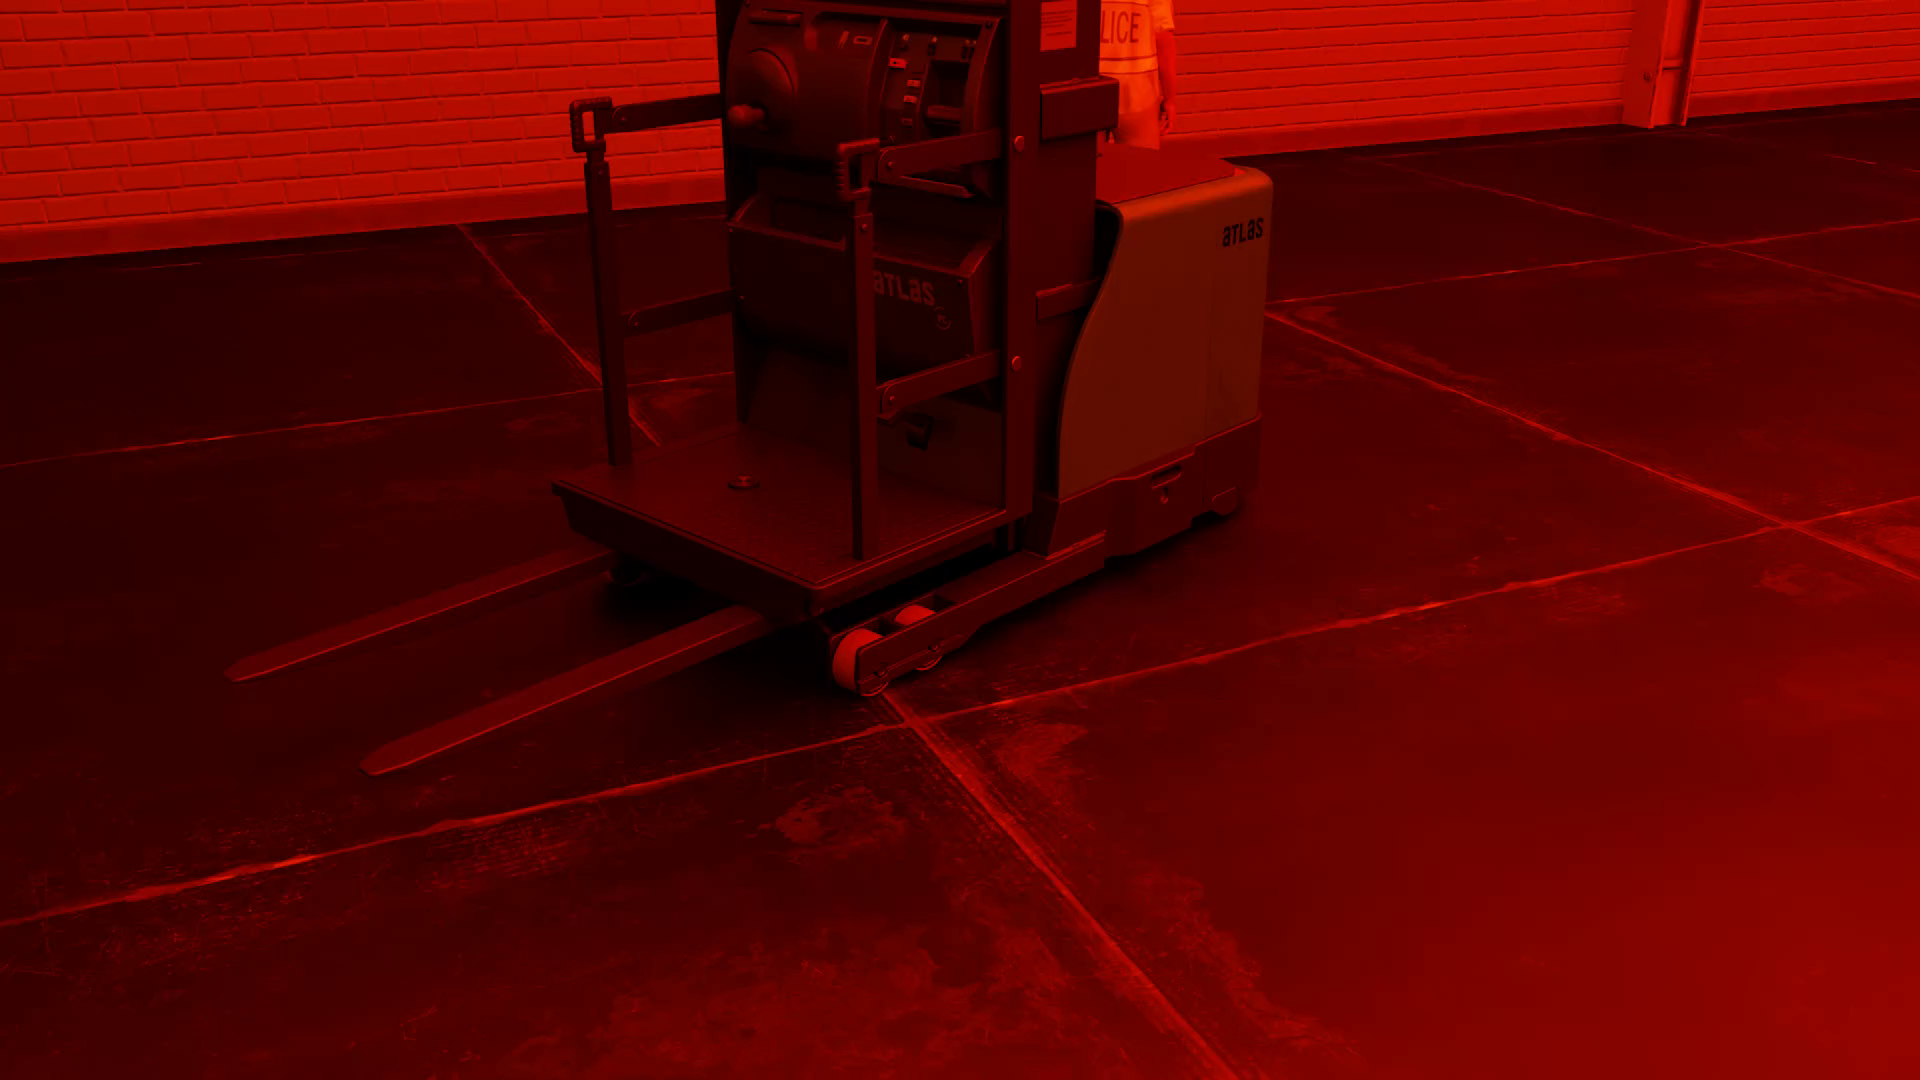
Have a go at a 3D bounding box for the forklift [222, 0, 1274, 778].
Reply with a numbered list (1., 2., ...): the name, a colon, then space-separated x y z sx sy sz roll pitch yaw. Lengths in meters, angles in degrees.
1. forklift: -0.413 -1.182 4.131 1.130 2.935 3.031 19 29 39

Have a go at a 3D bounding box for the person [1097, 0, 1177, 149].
1. person: 0.705 -2.026 7.701 0.584 1.748 0.434 6 23 13
